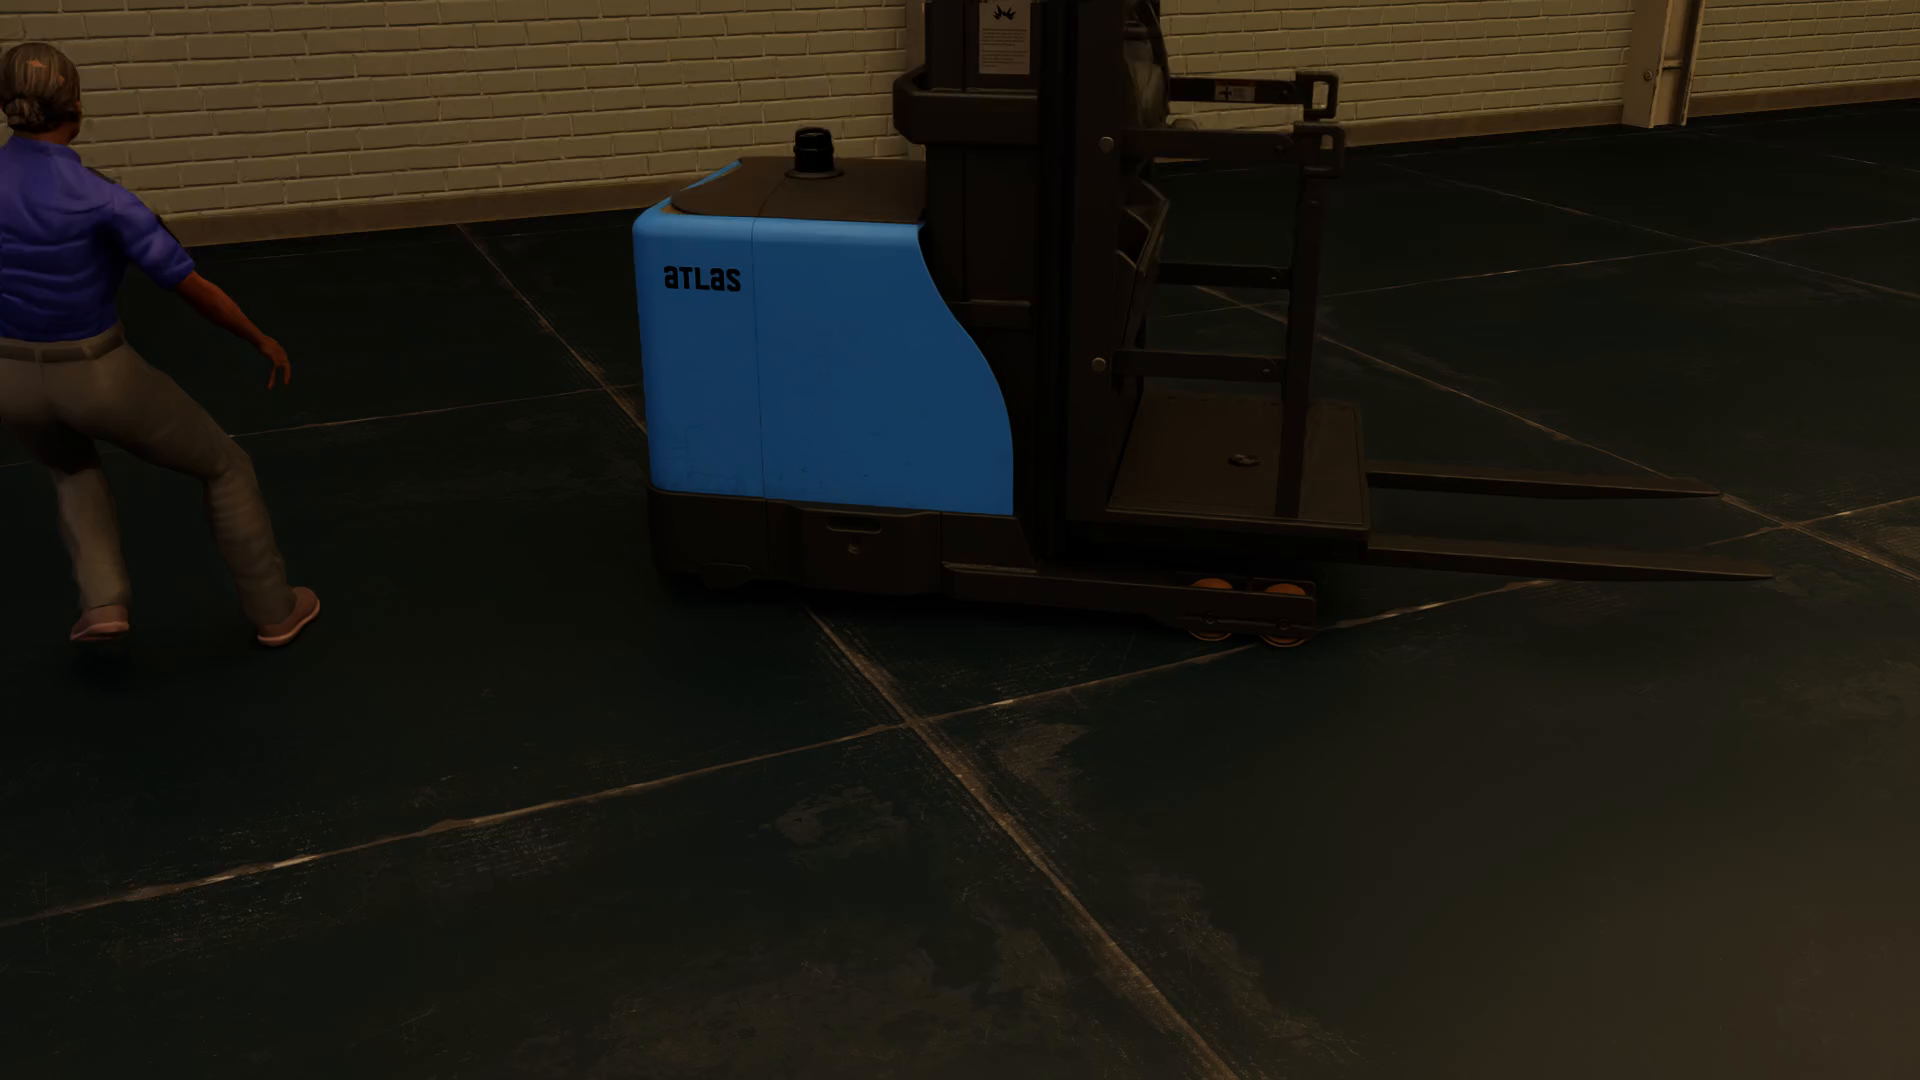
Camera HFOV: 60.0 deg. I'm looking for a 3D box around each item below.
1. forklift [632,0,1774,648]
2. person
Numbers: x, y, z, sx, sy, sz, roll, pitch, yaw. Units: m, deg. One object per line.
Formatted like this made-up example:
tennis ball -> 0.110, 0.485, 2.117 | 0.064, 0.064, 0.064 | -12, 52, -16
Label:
forklift -> 0.683, -1.289, 4.389 | 3.031, 2.935, 1.130 | 4, 23, 10
person -> -2.070, -0.438, 4.117 | 0.700, 1.559, 0.547 | -1, 23, -2
